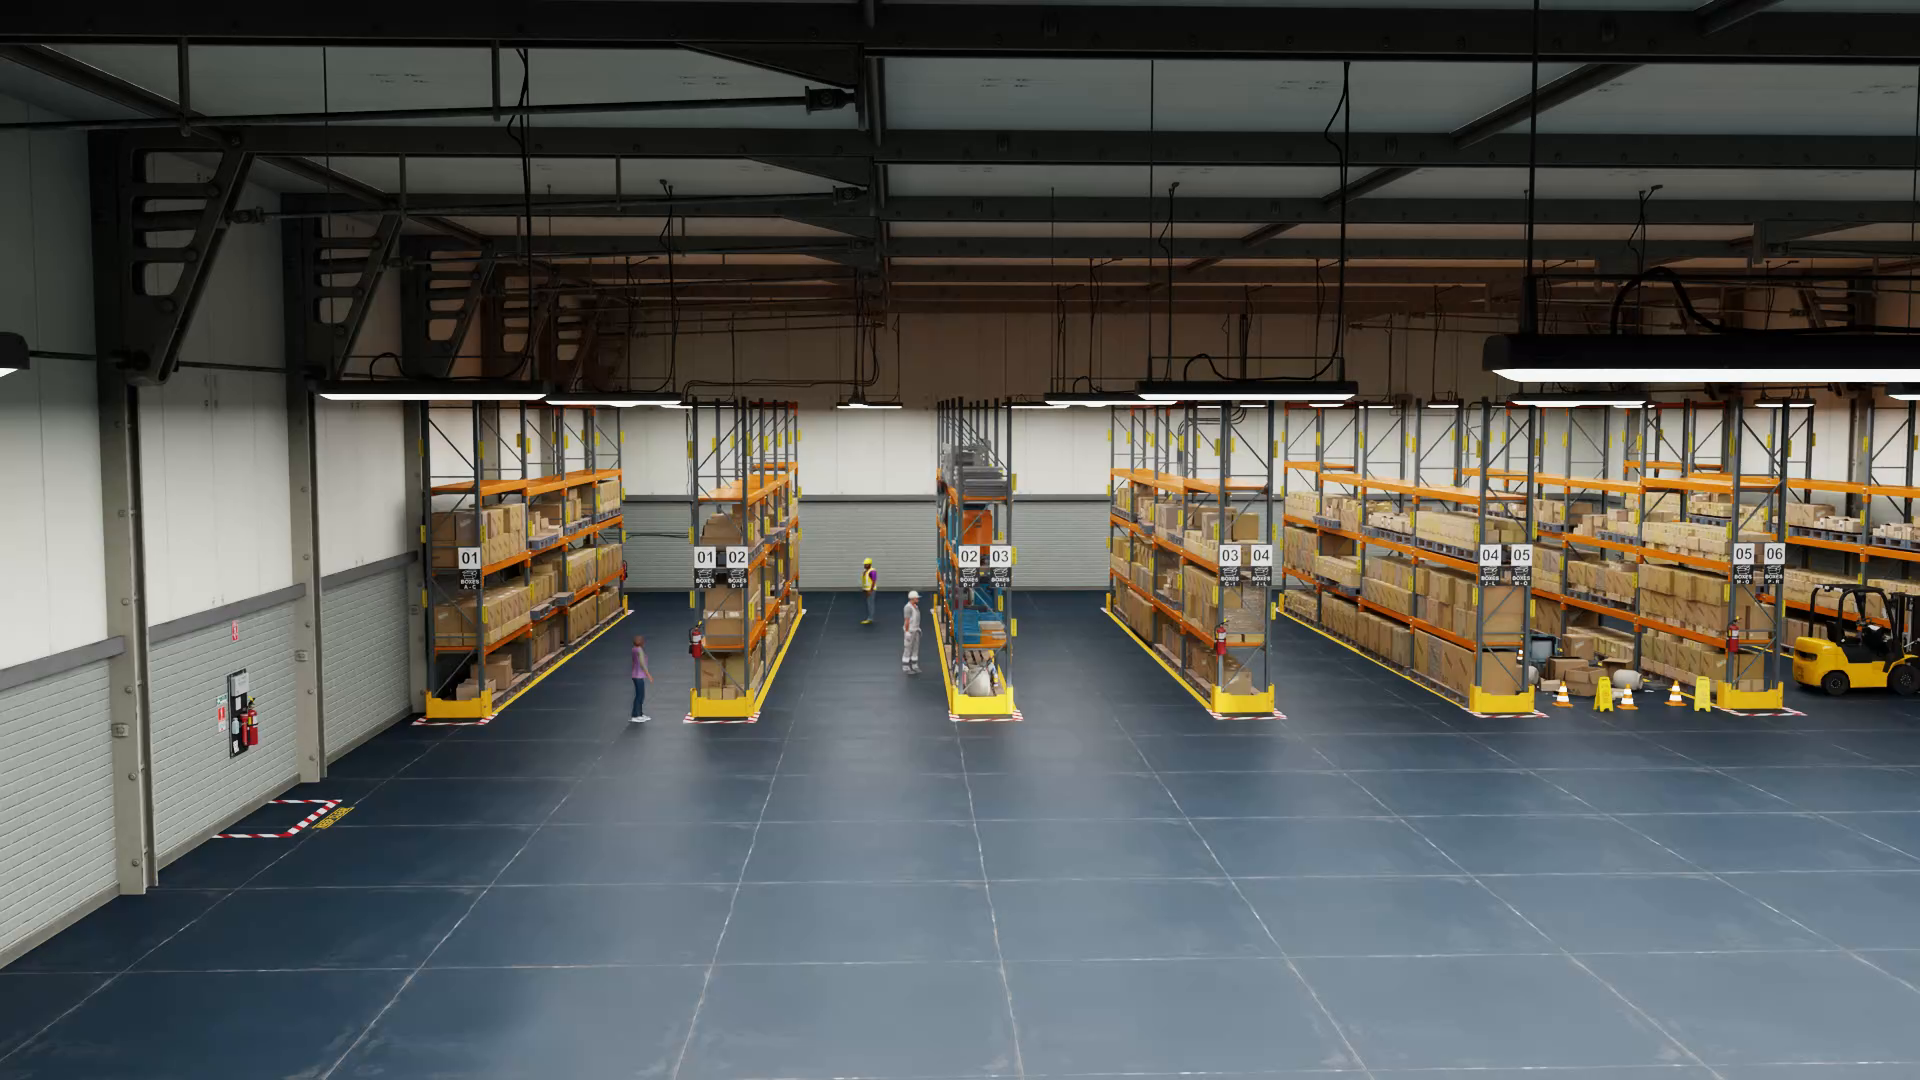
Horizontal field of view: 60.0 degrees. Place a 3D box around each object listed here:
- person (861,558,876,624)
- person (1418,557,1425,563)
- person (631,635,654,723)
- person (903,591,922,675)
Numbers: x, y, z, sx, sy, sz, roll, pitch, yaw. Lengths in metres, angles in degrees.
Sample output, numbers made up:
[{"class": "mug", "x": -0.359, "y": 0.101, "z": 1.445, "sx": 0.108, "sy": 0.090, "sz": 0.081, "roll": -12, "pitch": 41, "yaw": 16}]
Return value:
[{"class": "person", "x": -2.502, "y": 1.373, "z": 44.765, "sx": 0.434, "sy": 1.773, "sz": 0.584, "roll": -3, "pitch": 5, "yaw": -34}, {"class": "person", "x": 12.600, "y": 1.287, "z": 45.917, "sx": 0.797, "sy": 1.748, "sz": 0.639, "roll": 1, "pitch": 4, "yaw": 7}, {"class": "person", "x": -5.870, "y": 2.555, "z": 30.702, "sx": 0.411, "sy": 1.613, "sz": 0.447, "roll": -1, "pitch": 5, "yaw": -13}, {"class": "person", "x": -1.025, "y": 2.014, "z": 36.182, "sx": 0.415, "sy": 1.803, "sz": 0.564, "roll": 2, "pitch": 5, "yaw": 22}]
